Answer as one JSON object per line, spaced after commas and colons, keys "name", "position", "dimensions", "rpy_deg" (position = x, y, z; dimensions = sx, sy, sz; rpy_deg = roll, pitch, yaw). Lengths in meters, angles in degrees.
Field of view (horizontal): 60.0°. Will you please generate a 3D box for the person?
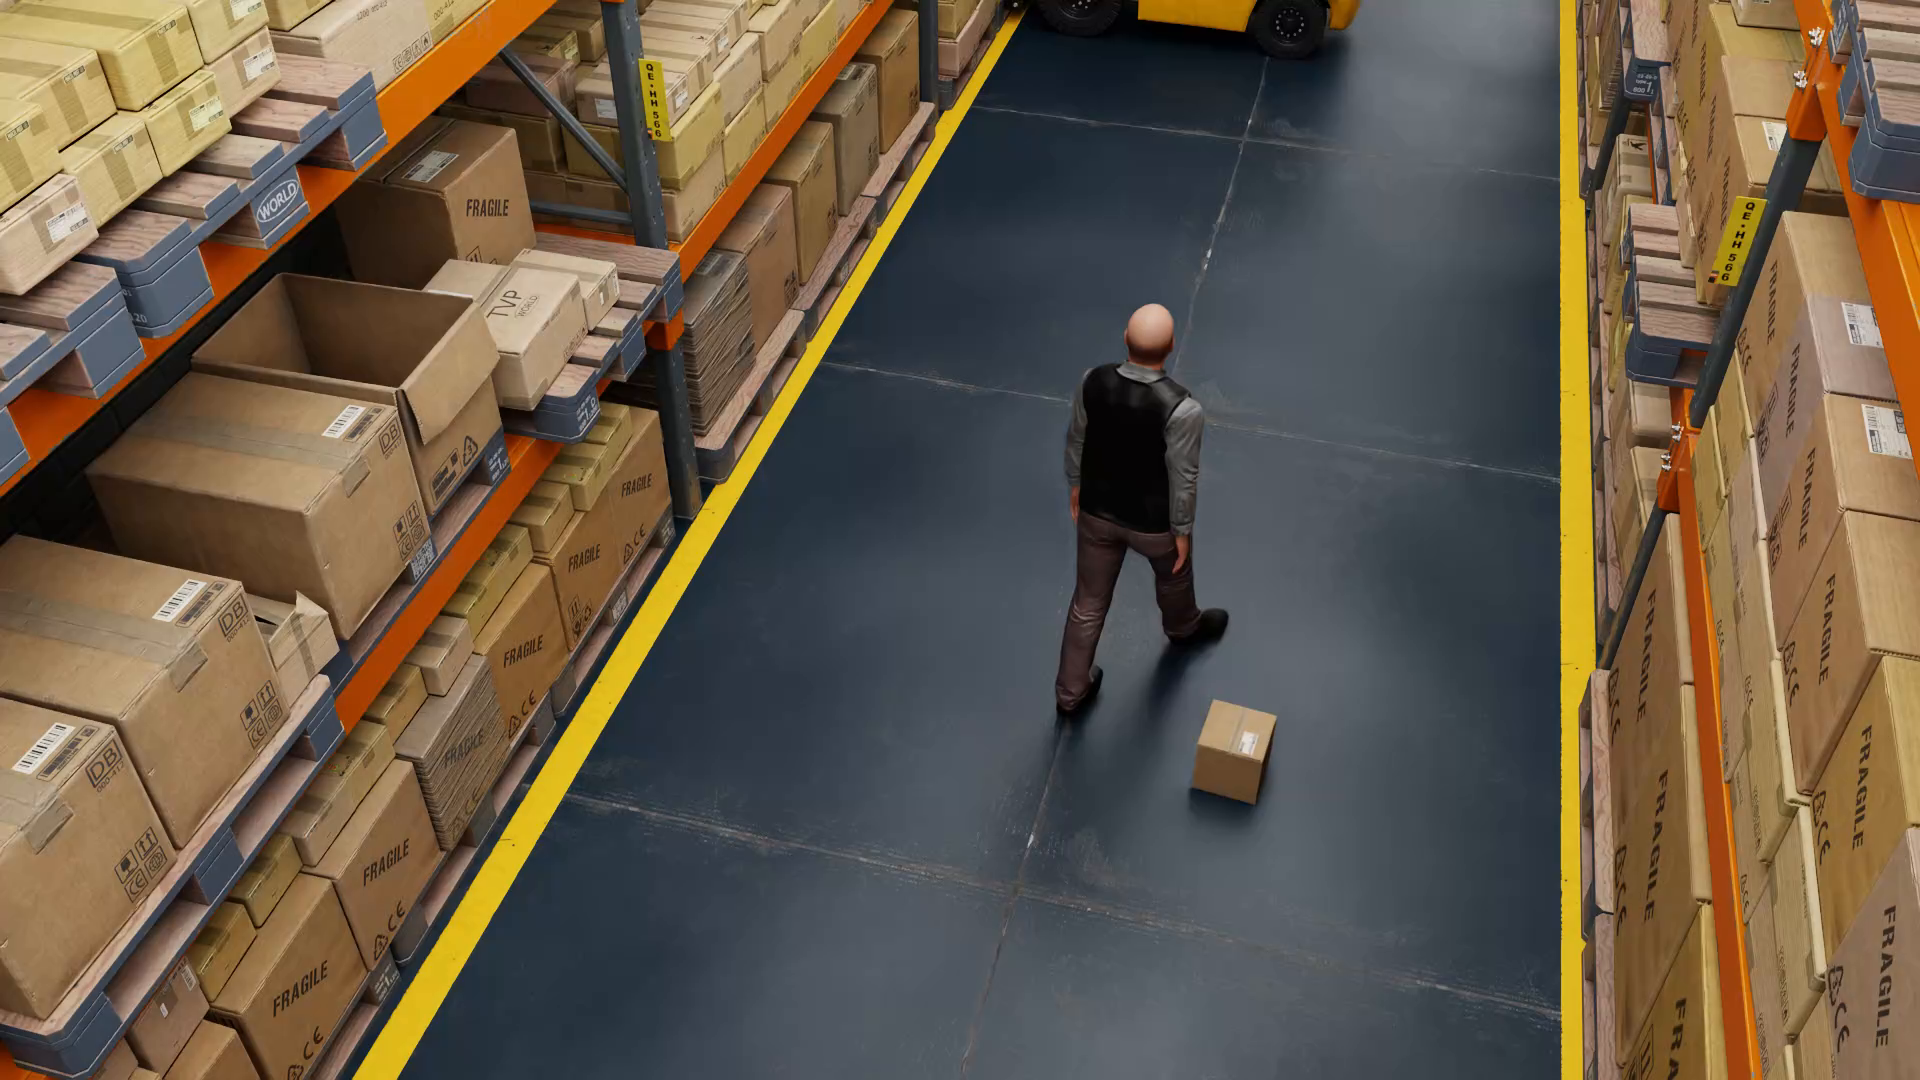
{"name": "person", "position": [0.673, -0.141, 6.345], "dimensions": [0.595, 1.678, 0.904], "rpy_deg": [21, 45, 22]}
